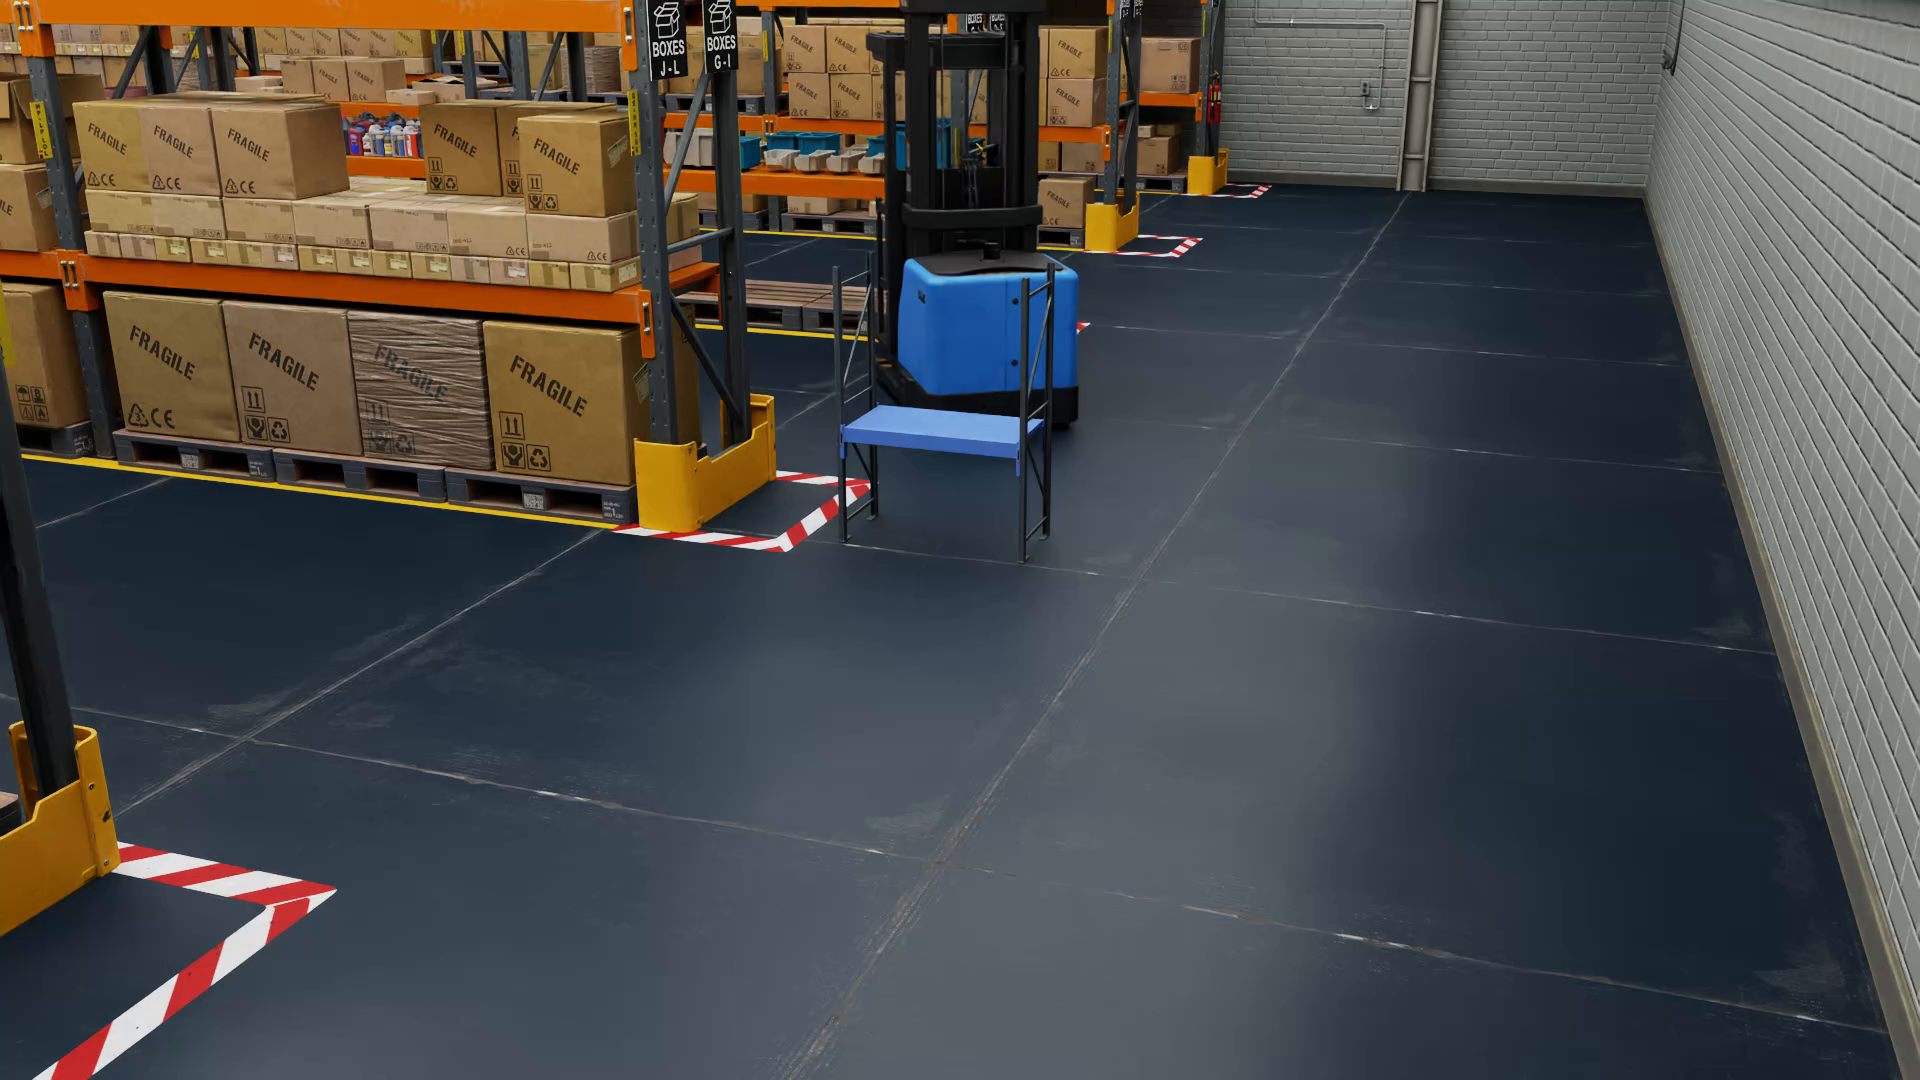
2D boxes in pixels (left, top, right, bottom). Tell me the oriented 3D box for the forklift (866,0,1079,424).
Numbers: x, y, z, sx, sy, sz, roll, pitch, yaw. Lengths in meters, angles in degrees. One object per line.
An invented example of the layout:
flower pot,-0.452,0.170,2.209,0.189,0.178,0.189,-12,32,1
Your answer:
forklift,-0.046,-2.549,11.937,1.130,2.935,3.031,-4,20,-13

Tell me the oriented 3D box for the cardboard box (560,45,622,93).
cardboard box,-4.350,-5.649,19.936,0.500,0.500,0.700,11,22,28

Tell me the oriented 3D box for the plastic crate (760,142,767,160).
plastic crate,-1.890,-3.432,14.675,0.466,0.136,0.293,7,20,18

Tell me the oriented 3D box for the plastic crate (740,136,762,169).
plastic crate,-1.879,-3.283,14.099,0.300,0.233,0.416,7,20,18

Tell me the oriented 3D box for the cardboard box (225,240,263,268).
cardboard box,-4.101,-1.717,9.827,0.250,0.149,0.380,6,20,17

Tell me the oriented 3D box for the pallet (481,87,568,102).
pallet,-5.120,-5.453,20.454,1.003,0.211,1.213,7,20,18

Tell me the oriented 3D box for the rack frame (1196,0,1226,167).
rack frame,3.396,-6.271,22.511,0.127,3.000,1.000,7,20,18

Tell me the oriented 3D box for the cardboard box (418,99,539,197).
cardboard box,-2.809,-2.319,9.808,0.500,0.500,0.500,6,20,17

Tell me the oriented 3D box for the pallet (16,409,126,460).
pallet,-6.013,-0.826,11.126,1.213,0.211,1.003,7,20,18

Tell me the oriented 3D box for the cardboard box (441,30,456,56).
cardboard box,-8.315,-7.976,26.459,0.500,0.500,0.500,6,20,17

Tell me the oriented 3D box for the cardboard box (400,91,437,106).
cardboard box,-6.723,-5.488,20.644,0.250,0.149,0.380,7,20,18

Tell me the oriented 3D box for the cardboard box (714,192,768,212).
cardboard box,-2.565,-4.155,19.567,0.500,0.500,0.500,6,20,18

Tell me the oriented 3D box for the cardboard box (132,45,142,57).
cardboard box,-10.618,-6.426,21.817,0.250,0.149,0.380,6,20,18

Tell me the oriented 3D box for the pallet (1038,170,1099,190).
pallet,1.466,-5.149,23.527,1.213,0.211,1.003,7,20,18

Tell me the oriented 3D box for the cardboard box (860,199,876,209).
cardboard box,-0.999,-4.029,19.741,0.250,0.149,0.380,7,20,18

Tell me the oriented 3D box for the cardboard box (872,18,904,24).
cardboard box,-0.908,-7.226,23.475,0.500,0.250,0.500,7,20,19

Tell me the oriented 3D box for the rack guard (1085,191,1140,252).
rack guard,1.702,-3.559,18.526,0.348,0.500,1.175,7,20,18

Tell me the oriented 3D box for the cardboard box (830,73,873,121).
cardboard box,-1.128,-5.016,18.757,0.500,0.500,0.500,7,20,19

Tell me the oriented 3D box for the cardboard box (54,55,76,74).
cardboard box,-11.939,-6.341,22.559,0.500,0.500,0.700,7,20,18

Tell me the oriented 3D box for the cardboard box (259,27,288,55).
cardboard box,-10.902,-8.091,26.789,0.500,0.500,0.500,7,20,18

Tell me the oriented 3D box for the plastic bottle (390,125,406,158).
plastic bottle,-5.061,-3.615,15.079,0.135,0.276,0.152,7,20,18

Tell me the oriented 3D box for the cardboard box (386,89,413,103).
cardboard box,-7.006,-5.597,20.956,0.250,0.149,0.380,8,21,22

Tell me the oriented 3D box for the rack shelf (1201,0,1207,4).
rack shelf,1.507,-7.564,22.755,4.000,0.370,1.077,7,20,18

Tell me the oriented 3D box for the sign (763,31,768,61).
sign,-2.183,-5.537,18.644,0.005,0.325,0.100,7,20,18

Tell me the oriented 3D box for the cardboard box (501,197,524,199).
cardboard box,-2.339,-1.911,9.776,0.500,0.250,0.500,6,20,17

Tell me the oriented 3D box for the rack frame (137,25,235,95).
rack frame,-7.412,-4.055,16.153,0.127,3.000,1.000,7,20,18

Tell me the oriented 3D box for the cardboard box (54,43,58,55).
cardboard box,-12.064,-6.592,22.294,0.250,0.149,0.380,6,20,16

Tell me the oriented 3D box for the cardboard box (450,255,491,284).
cardboard box,-2.645,-1.551,9.350,0.250,0.149,0.380,7,20,19

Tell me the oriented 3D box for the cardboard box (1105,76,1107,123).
cardboard box,1.441,-4.908,18.447,0.500,0.500,0.500,7,20,19

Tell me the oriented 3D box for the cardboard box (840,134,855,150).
cardboard box,-1.880,-6.012,24.393,0.750,0.750,0.750,7,20,20

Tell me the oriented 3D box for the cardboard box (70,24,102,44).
cardboard box,-11.405,-6.895,22.178,0.500,0.500,0.700,7,20,18

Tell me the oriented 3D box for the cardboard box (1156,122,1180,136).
cardboard box,2.886,-5.689,23.014,0.250,0.149,0.380,7,20,18

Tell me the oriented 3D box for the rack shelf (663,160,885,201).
rack shelf,-1.744,-3.067,14.412,4.000,0.370,1.077,7,20,18

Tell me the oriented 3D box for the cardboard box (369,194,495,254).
cardboard box,-2.985,-1.800,9.460,0.500,0.250,0.500,6,20,16

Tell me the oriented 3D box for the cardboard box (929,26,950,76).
cardboard box,-0.191,-5.377,18.274,0.500,0.500,0.500,7,20,20

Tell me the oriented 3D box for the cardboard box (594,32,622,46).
cardboard box,-5.145,-7.490,25.187,0.500,0.500,0.700,5,20,13

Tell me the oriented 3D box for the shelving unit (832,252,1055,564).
shelving unit,-0.081,-0.717,8.856,1.048,1.500,0.538,7,20,18

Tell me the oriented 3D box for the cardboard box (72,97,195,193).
cardboard box,-4.891,-2.376,9.971,0.500,0.500,0.500,7,20,18

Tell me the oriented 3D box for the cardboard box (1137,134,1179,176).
cardboard box,2.702,-5.334,22.981,0.500,0.500,0.700,7,20,18

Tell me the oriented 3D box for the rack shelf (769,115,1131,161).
rack shelf,-0.115,-4.607,18.829,4.000,0.370,1.077,7,20,18

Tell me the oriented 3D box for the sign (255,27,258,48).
sign,-9.393,-6.706,22.119,0.005,0.325,0.100,7,20,18

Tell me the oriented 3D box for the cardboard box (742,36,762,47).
cardboard box,-2.826,-7.087,24.217,0.500,0.500,0.500,6,20,18

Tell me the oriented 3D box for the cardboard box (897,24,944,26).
cardboard box,-0.481,-5.599,18.911,0.500,0.500,0.500,7,20,18

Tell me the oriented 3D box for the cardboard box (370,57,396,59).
cardboard box,-8.954,-7.520,26.289,0.500,0.250,0.500,7,20,18

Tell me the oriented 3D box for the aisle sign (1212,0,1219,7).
aisle sign,3.365,-7.398,21.793,0.004,0.787,0.394,7,20,18

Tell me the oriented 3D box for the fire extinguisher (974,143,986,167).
fire extinguisher,0.138,-2.821,13.296,0.183,0.674,0.296,7,20,18

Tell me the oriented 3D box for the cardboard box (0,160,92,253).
cardboard box,-5.790,-2.096,10.380,0.500,0.500,0.500,7,20,18

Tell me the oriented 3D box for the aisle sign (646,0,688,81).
aisle sign,-1.511,-2.778,8.538,0.004,0.787,0.394,7,20,18

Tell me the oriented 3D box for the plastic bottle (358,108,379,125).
plastic bottle,-5.674,-3.967,15.976,0.185,0.351,0.144,7,20,18

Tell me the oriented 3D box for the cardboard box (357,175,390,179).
cardboard box,-7.322,-4.586,21.214,0.500,0.250,0.500,7,20,19

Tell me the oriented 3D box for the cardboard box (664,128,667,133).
cardboard box,-4.858,-6.225,25.505,0.500,0.500,0.700,7,20,19
